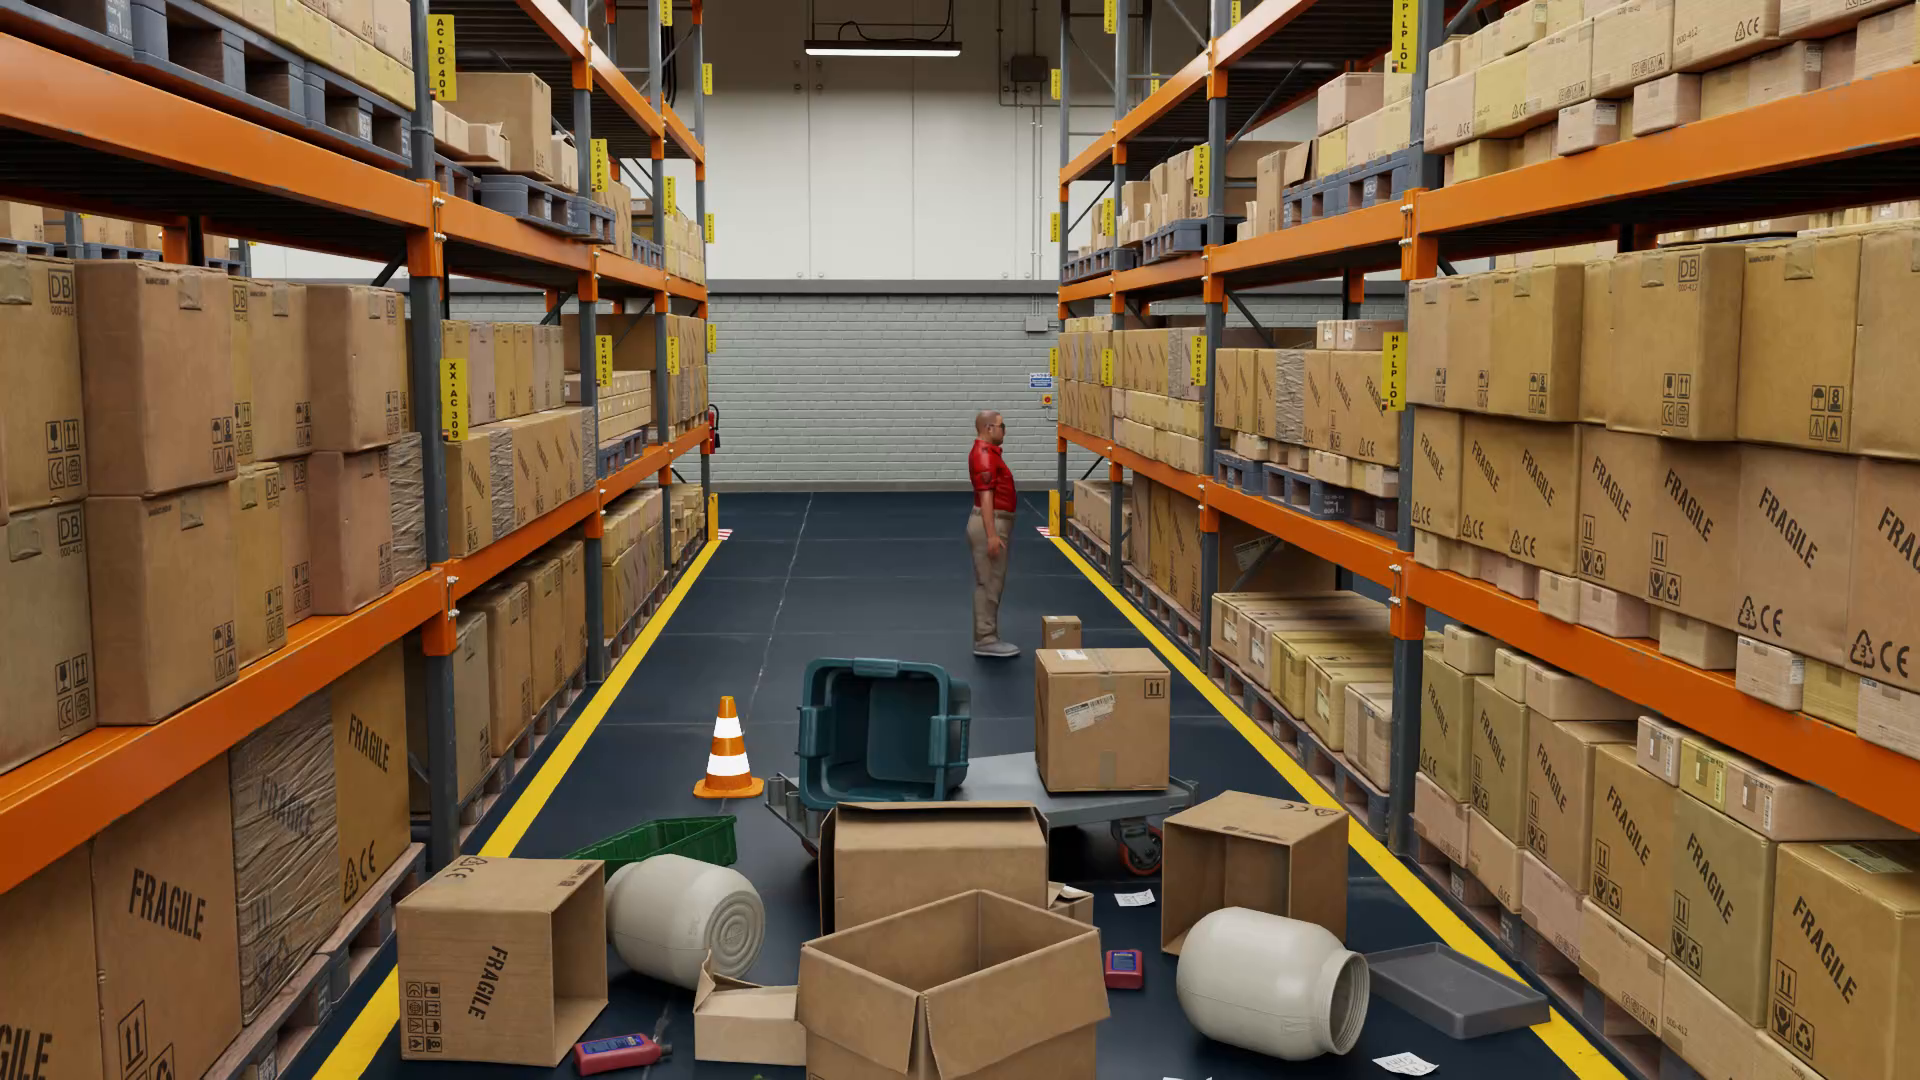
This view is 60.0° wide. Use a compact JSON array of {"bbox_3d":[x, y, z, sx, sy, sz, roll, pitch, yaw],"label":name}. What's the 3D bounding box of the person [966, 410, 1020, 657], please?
[{"bbox_3d":[0.234,-0.042,11.693,0.377,1.740,0.550,0,7,-4],"label":"person"}]
